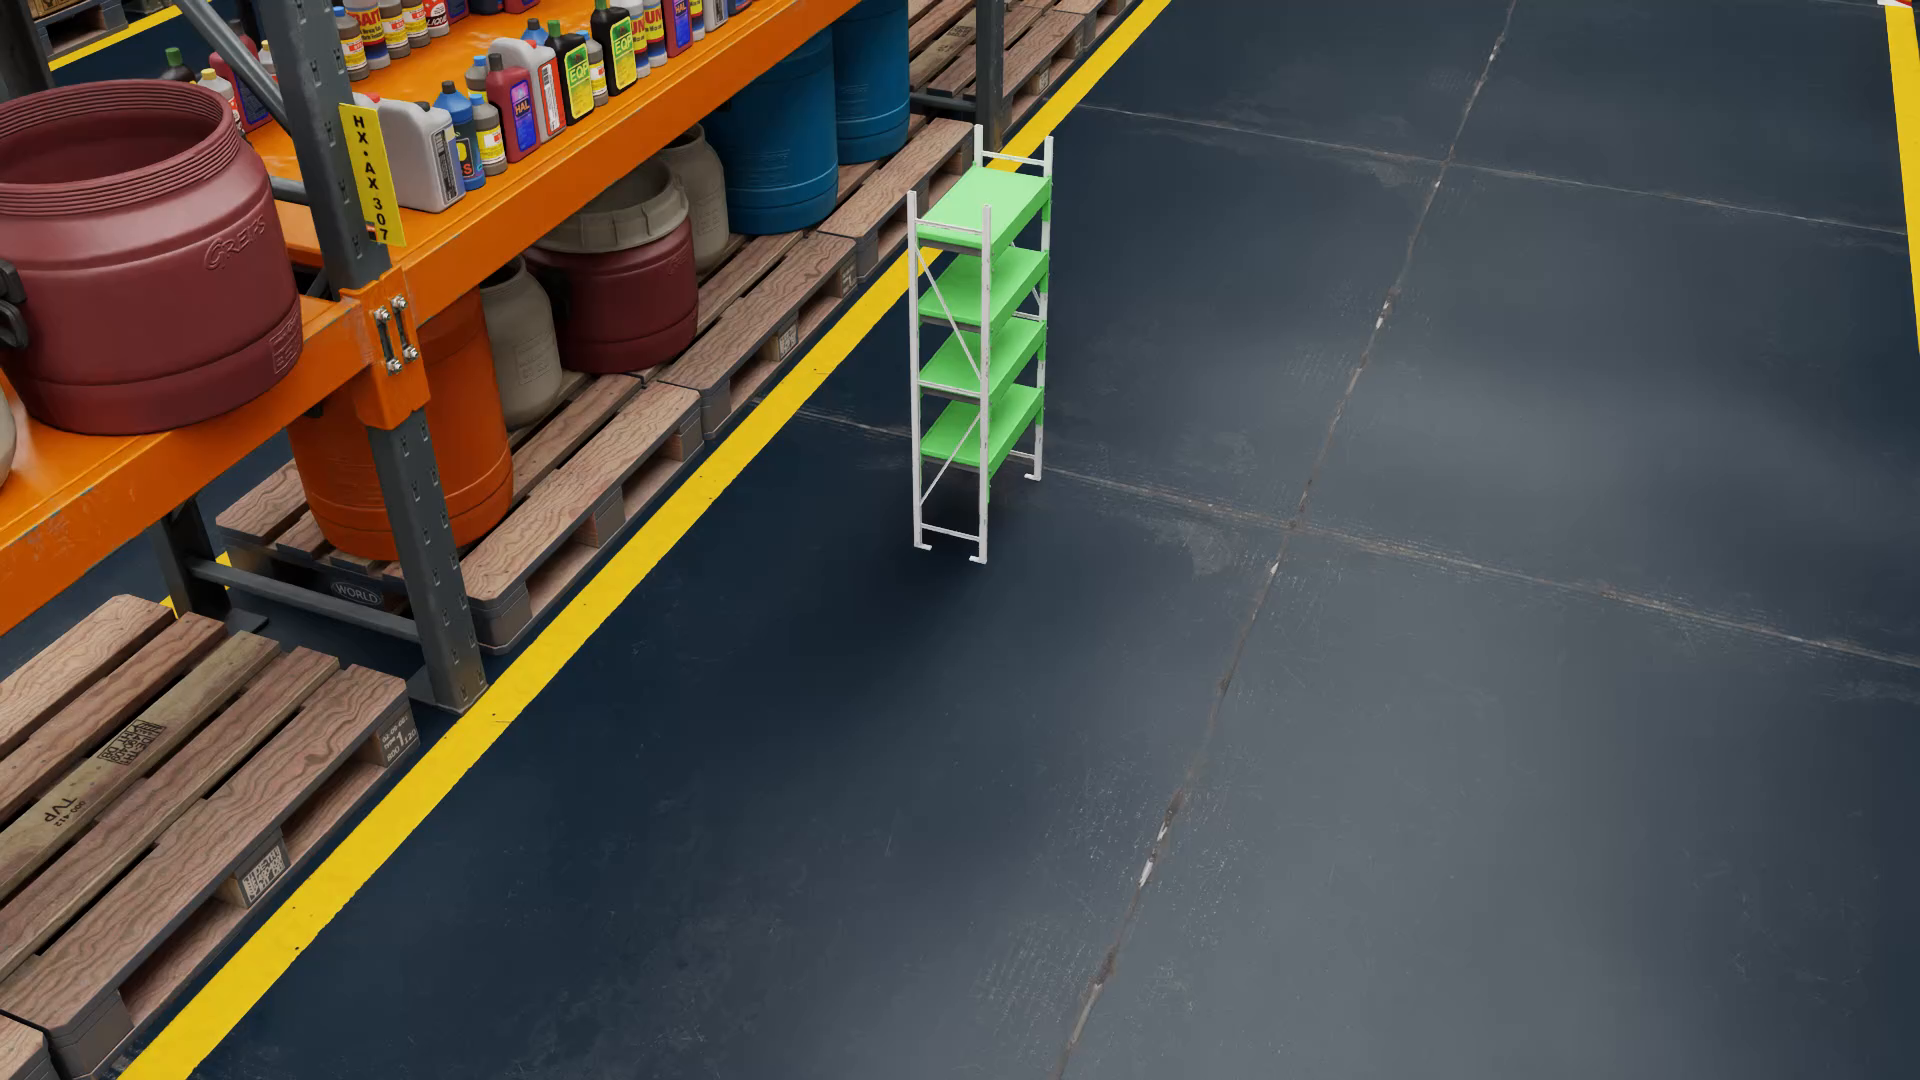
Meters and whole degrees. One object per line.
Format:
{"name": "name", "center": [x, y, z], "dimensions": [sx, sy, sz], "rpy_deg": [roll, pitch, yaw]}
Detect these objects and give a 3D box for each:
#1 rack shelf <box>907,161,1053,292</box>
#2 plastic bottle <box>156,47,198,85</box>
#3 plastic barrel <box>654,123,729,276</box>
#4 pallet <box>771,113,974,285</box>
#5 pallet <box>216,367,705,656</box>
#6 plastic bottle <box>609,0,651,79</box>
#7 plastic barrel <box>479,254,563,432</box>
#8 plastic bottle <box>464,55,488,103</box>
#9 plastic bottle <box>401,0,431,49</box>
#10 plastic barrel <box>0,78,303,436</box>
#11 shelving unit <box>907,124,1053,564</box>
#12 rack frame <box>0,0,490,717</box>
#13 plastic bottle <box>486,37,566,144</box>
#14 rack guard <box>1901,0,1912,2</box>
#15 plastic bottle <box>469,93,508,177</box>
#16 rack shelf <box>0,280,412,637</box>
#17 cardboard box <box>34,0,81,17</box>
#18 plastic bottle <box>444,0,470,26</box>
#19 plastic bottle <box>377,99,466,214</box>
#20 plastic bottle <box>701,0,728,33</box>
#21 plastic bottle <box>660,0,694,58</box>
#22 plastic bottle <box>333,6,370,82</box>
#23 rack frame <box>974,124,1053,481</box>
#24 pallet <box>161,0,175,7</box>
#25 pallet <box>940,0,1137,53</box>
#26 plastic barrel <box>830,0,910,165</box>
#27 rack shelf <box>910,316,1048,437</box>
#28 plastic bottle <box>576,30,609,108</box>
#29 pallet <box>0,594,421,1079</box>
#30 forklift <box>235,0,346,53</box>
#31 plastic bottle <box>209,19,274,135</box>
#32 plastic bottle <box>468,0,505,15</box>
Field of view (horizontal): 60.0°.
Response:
{"name": "rack shelf", "center": [0.063, -0.906, 4.764], "dimensions": [0.258, 0.148, 0.480], "rpy_deg": [14, 39, 18]}
{"name": "plastic bottle", "center": [-2.053, -1.135, 4.361], "dimensions": [0.061, 0.283, 0.133], "rpy_deg": [14, 39, 18]}
{"name": "plastic barrel", "center": [-1.080, -1.266, 6.165], "dimensions": [0.421, 0.512, 0.421], "rpy_deg": [0, 37, 0]}
{"name": "pallet", "center": [-0.623, -1.541, 7.135], "dimensions": [1.003, 0.211, 1.213], "rpy_deg": [14, 39, 18]}
{"name": "pallet", "center": [-1.551, -0.190, 5.328], "dimensions": [1.003, 0.211, 1.213], "rpy_deg": [14, 39, 18]}
{"name": "plastic bottle", "center": [-0.965, -1.491, 4.847], "dimensions": [0.097, 0.271, 0.097], "rpy_deg": [0, 37, 0]}
{"name": "plastic barrel", "center": [-1.510, -0.640, 5.328], "dimensions": [0.421, 0.512, 0.421], "rpy_deg": [0, 37, 0]}
{"name": "plastic bottle", "center": [-1.295, -1.222, 4.545], "dimensions": [0.097, 0.201, 0.097], "rpy_deg": [0, 37, 0]}
{"name": "plastic bottle", "center": [-1.682, -1.613, 5.069], "dimensions": [0.097, 0.201, 0.097], "rpy_deg": [0, 37, 0]}
{"name": "plastic barrel", "center": [-1.709, -0.589, 3.420], "dimensions": [0.600, 0.536, 0.708], "rpy_deg": [14, 39, 18]}
{"name": "shelving unit", "center": [0.063, -0.572, 5.013], "dimensions": [0.258, 1.200, 0.503], "rpy_deg": [14, 39, 18]}
{"name": "rack frame", "center": [-1.813, -0.861, 3.896], "dimensions": [1.000, 3.000, 0.127], "rpy_deg": [14, 39, 18]}
{"name": "plastic bottle", "center": [-1.173, -1.233, 4.498], "dimensions": [0.152, 0.276, 0.135], "rpy_deg": [14, 39, 18]}
{"name": "rack guard", "center": [5.821, -3.174, 9.079], "dimensions": [1.175, 0.500, 0.348], "rpy_deg": [14, 39, 18]}
{"name": "plastic bottle", "center": [-1.242, -1.059, 4.327], "dimensions": [0.097, 0.201, 0.097], "rpy_deg": [0, 37, 0]}
{"name": "rack shelf", "center": [-2.574, 0.535, 2.630], "dimensions": [1.077, 0.370, 4.000], "rpy_deg": [14, 39, 18]}
{"name": "cardboard box", "center": [-4.793, -3.042, 8.535], "dimensions": [0.500, 0.500, 0.500], "rpy_deg": [14, 39, 17]}
{"name": "plastic bottle", "center": [-1.618, -1.768, 5.208], "dimensions": [0.061, 0.283, 0.133], "rpy_deg": [14, 39, 18]}
{"name": "plastic bottle", "center": [-1.349, -0.977, 4.155], "dimensions": [0.152, 0.276, 0.135], "rpy_deg": [14, 39, 18]}
{"name": "plastic bottle", "center": [-0.821, -1.745, 5.183], "dimensions": [0.152, 0.276, 0.135], "rpy_deg": [14, 39, 18]}
{"name": "plastic bottle", "center": [-0.867, -1.609, 4.995], "dimensions": [0.061, 0.283, 0.133], "rpy_deg": [14, 39, 18]}
{"name": "plastic bottle", "center": [-1.793, -1.452, 4.853], "dimensions": [0.097, 0.201, 0.097], "rpy_deg": [0, 37, 0]}
{"name": "rack frame", "center": [0.156, -0.707, 5.194], "dimensions": [0.240, 1.200, 0.015], "rpy_deg": [14, 39, 18]}
{"name": "pallet", "center": [-4.608, -3.469, 9.715], "dimensions": [1.003, 0.211, 1.213], "rpy_deg": [14, 39, 18]}
{"name": "pallet", "center": [0.416, -3.052, 9.157], "dimensions": [1.003, 0.211, 1.213], "rpy_deg": [14, 39, 18]}
{"name": "plastic barrel", "center": [-0.513, -2.106, 6.964], "dimensions": [0.600, 0.901, 0.708], "rpy_deg": [14, 39, 18]}
{"name": "rack shelf", "center": [0.063, -0.521, 5.052], "dimensions": [0.258, 0.148, 0.480], "rpy_deg": [14, 39, 18]}
{"name": "plastic bottle", "center": [-1.053, -1.335, 4.697], "dimensions": [0.097, 0.201, 0.097], "rpy_deg": [0, 37, 0]}
{"name": "pallet", "center": [-2.143, 0.676, 4.169], "dimensions": [1.003, 0.211, 1.213], "rpy_deg": [14, 39, 18]}
{"name": "forklift", "center": [-2.648, -3.080, 6.923], "dimensions": [1.130, 2.935, 3.031], "rpy_deg": [19, 41, 23]}
{"name": "plastic bottle", "center": [-1.965, -1.263, 4.532], "dimensions": [0.061, 0.283, 0.133], "rpy_deg": [14, 39, 18]}
{"name": "plastic bottle", "center": [-1.519, -1.874, 5.293], "dimensions": [0.144, 0.351, 0.185], "rpy_deg": [14, 39, 18]}
